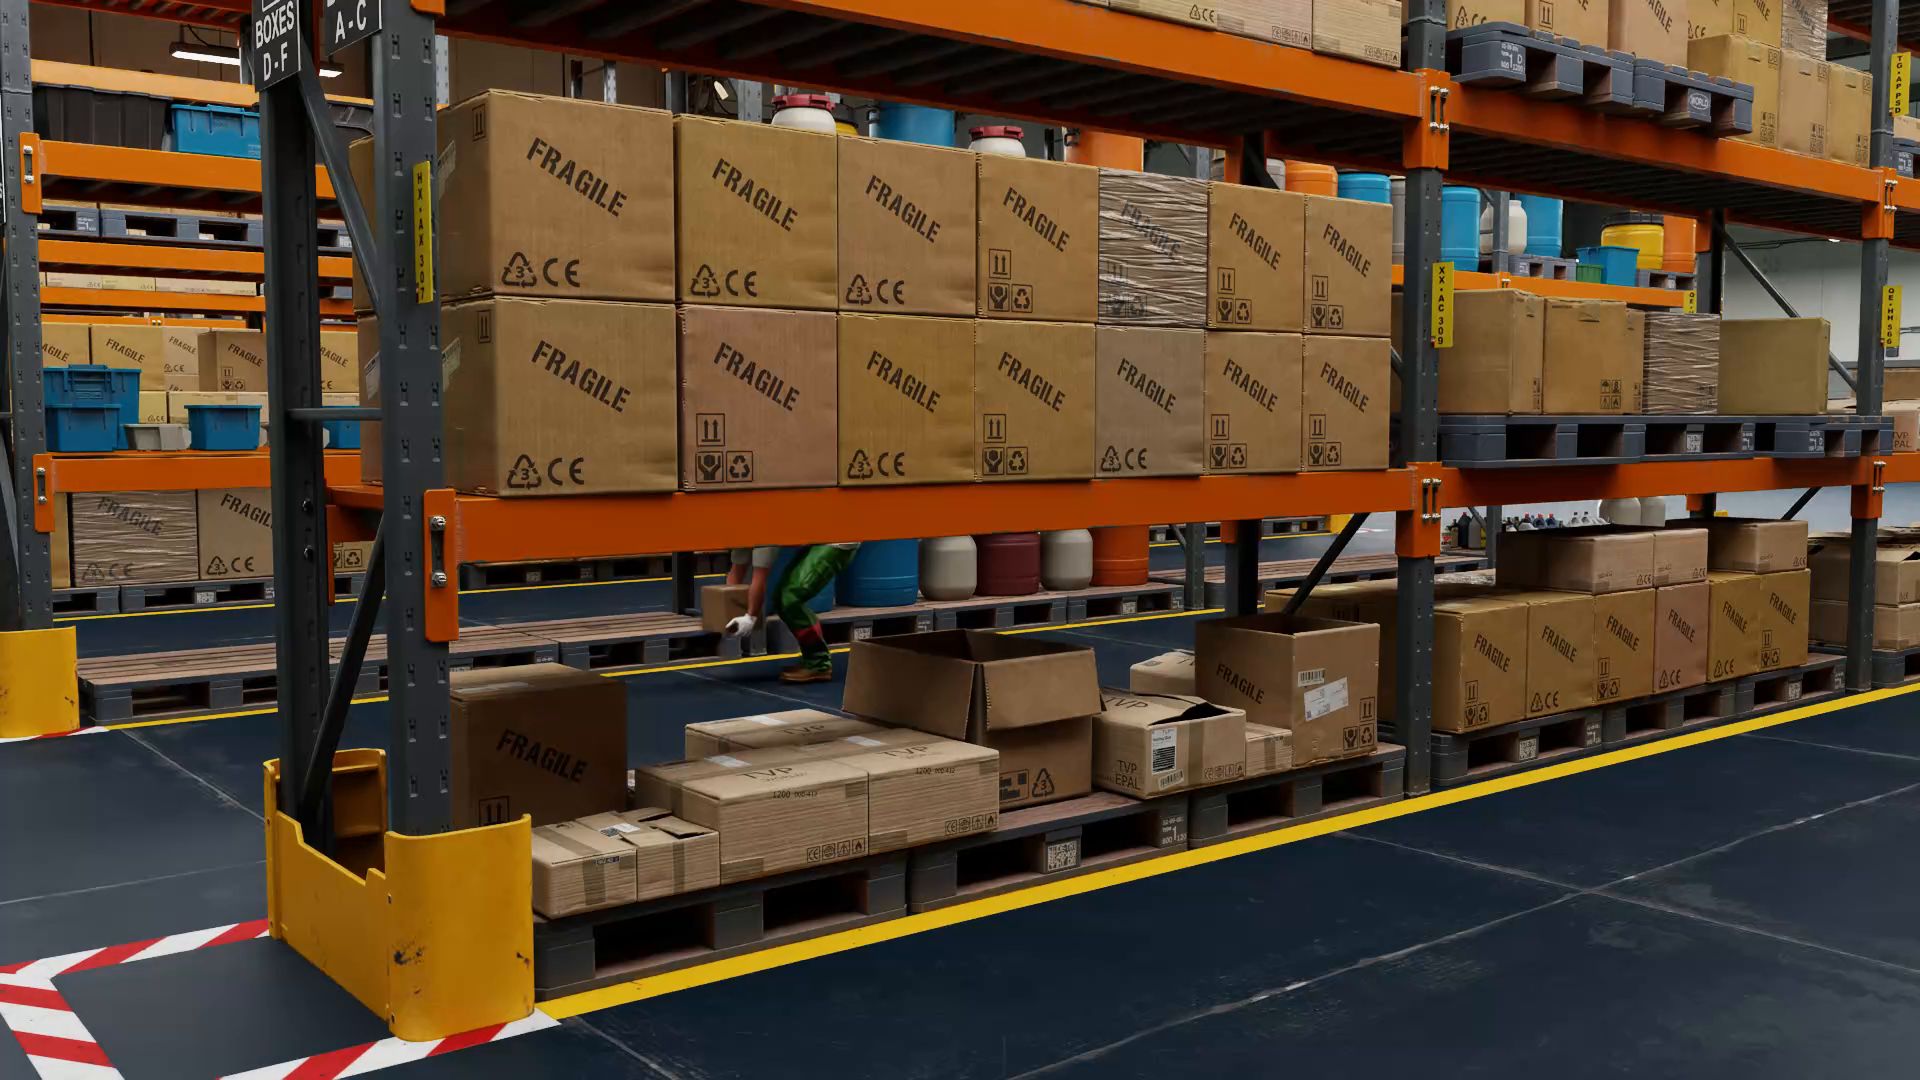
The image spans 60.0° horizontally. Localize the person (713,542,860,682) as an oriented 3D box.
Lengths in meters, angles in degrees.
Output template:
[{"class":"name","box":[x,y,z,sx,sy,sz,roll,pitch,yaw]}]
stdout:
[{"class":"person","box":[-1.026,0.262,9.468,0.956,1.085,0.517,-1,4,-18]}]
